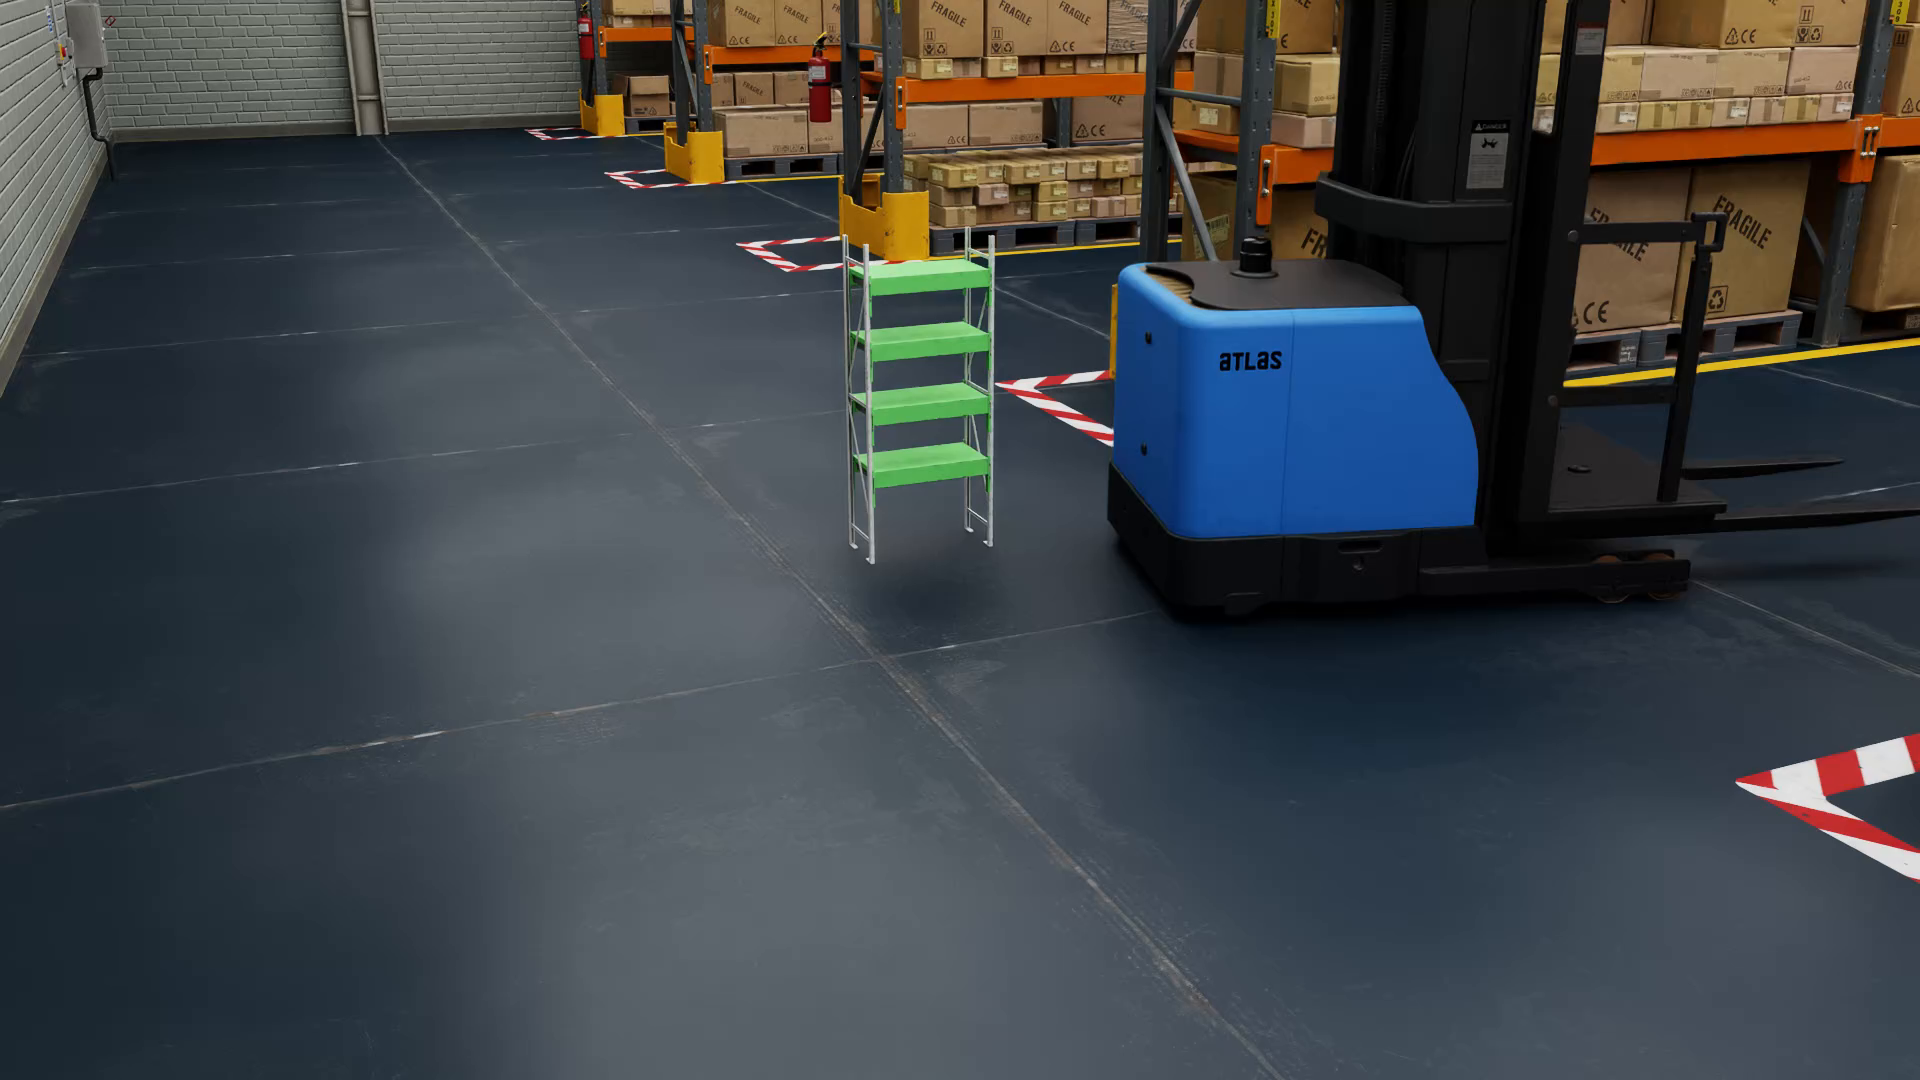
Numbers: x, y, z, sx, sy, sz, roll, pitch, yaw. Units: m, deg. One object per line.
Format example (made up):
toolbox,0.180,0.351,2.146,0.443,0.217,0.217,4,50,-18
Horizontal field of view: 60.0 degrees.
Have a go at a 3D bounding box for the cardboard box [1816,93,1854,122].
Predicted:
cardboard box,4.724,-2.424,9.269,0.250,0.149,0.380,-8,21,-22

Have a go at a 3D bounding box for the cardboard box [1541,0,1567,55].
cardboard box,2.681,-2.697,8.313,0.500,0.500,0.500,-9,21,-23

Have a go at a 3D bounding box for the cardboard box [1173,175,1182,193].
cardboard box,1.607,-2.912,13.489,0.250,0.149,0.380,-9,21,-24

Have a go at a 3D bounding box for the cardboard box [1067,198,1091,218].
cardboard box,0.845,-2.664,13.232,0.250,0.149,0.380,-8,21,-22

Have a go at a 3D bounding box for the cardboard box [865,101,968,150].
cardboard box,-0.492,-4.527,18.087,0.875,0.438,0.875,-9,21,-24

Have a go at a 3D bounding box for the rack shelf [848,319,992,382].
rack shelf,-0.152,-0.710,6.202,0.480,0.148,0.258,-8,21,-22

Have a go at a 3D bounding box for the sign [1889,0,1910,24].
sign,5.095,-2.960,8.988,0.005,0.325,0.100,-8,21,-22

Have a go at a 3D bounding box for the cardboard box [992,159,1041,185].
cardboard box,0.433,-2.849,12.861,0.250,0.149,0.380,-8,21,-22

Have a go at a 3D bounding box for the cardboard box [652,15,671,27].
cardboard box,-3.840,-6.626,21.201,0.250,0.149,0.380,-8,21,-23

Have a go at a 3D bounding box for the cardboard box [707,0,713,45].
cardboard box,-2.386,-5.370,17.106,0.500,0.500,0.500,-8,21,-22

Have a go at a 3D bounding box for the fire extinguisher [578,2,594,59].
fire extinguisher,-4.646,-6.319,20.631,0.183,0.674,0.296,-8,21,-22

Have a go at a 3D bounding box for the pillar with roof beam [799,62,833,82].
pillar with roof beam,-0.312,-8.918,18.301,0.400,9.000,9.100,-8,21,-22

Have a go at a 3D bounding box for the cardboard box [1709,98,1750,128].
cardboard box,4.016,-2.323,8.981,0.250,0.149,0.380,-8,21,-21

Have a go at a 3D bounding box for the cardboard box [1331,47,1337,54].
cardboard box,2.007,-2.437,8.706,0.500,0.250,0.500,-9,21,-23

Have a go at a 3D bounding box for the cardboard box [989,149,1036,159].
cardboard box,0.419,-3.066,13.479,0.250,0.149,0.380,-9,21,-24

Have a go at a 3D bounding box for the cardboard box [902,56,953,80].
cardboard box,-0.243,-3.507,12.343,0.250,0.149,0.380,-8,21,-22

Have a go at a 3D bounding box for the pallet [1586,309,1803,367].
pallet,4.145,-1.291,9.872,1.213,0.211,1.003,-8,21,-22

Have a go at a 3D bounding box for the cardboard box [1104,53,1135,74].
cardboard box,1.169,-3.727,12.970,0.250,0.149,0.380,-7,21,-20

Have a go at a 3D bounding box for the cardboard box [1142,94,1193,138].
cardboard box,2.313,-5.128,19.136,0.875,0.875,0.875,-8,21,-20

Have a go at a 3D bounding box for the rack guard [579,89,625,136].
rack guard,-4.624,-5.523,21.455,0.348,0.500,1.175,-8,21,-22

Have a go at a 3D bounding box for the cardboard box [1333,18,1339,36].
cardboard box,3.288,-4.401,14.250,0.250,0.149,0.380,-9,21,-23

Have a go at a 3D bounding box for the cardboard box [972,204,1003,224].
cardboard box,0.145,-2.567,12.955,0.250,0.149,0.380,-8,21,-22

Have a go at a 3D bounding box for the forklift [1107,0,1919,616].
forklift,2.141,-1.328,5.882,3.031,2.935,1.130,-3,20,-8

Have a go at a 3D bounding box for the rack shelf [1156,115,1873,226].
rack shelf,3.038,-2.080,8.997,4.000,0.370,1.077,-8,21,-22

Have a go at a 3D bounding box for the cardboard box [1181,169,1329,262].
cardboard box,1.757,-1.461,8.722,0.875,0.875,0.875,-8,21,-22

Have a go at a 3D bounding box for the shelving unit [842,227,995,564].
shelving unit,-0.152,-0.544,6.261,0.503,1.200,0.258,-8,21,-22

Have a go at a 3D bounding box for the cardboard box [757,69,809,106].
cardboard box,-2.341,-6.000,22.177,0.500,0.500,0.700,-9,21,-24

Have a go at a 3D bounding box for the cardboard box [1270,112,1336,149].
cardboard box,1.658,-1.984,8.019,0.250,0.149,0.380,-8,21,-21

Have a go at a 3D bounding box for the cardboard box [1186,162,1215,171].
cardboard box,1.853,-3.062,13.466,0.250,0.149,0.380,-9,21,-25

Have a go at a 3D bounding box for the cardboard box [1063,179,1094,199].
cardboard box,0.860,-2.809,13.197,0.250,0.149,0.380,-9,21,-25

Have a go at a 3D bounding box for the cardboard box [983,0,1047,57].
cardboard box,0.332,-3.923,12.549,0.500,0.500,0.500,-8,21,-22

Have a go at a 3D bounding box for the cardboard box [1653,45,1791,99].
cardboard box,4.098,-2.545,9.013,0.500,0.250,0.500,-7,21,-20

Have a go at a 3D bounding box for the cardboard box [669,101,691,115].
cardboard box,-3.689,-5.641,21.686,0.250,0.149,0.380,-9,21,-24

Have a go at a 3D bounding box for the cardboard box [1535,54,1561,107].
cardboard box,2.686,-2.342,8.436,0.500,0.250,0.500,-9,21,-24

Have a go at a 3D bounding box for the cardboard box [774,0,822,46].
cardboard box,-1.716,-5.277,16.841,0.500,0.500,0.500,-8,21,-23

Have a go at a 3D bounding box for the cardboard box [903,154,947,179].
cardboard box,-0.285,-2.963,13.186,0.250,0.149,0.380,-8,21,-21

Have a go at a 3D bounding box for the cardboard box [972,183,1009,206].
cardboard box,0.186,-2.686,12.845,0.250,0.149,0.380,-8,21,-22

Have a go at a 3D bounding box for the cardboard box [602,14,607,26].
cardboard box,-4.496,-6.699,21.409,0.250,0.149,0.380,-8,21,-23

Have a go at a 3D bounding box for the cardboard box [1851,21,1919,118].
cardboard box,5.396,-2.714,9.564,0.500,0.500,0.500,-8,21,-22

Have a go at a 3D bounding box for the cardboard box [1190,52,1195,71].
cardboard box,1.886,-3.826,13.250,0.250,0.149,0.380,-9,21,-24

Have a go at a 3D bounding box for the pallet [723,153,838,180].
pallet,-2.021,-3.992,17.543,1.213,0.211,1.003,-8,21,-22

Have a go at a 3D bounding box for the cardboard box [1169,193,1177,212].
cardboard box,1.561,-2.757,13.495,0.250,0.149,0.380,-8,21,-21

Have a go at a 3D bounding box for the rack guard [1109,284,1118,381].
rack guard,1.179,-0.974,8.537,0.348,0.500,1.175,-8,21,-22

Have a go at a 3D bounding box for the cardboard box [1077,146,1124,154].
cardboard box,1.159,-3.163,13.753,0.250,0.149,0.380,-8,21,-22

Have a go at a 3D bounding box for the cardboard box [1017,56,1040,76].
cardboard box,0.426,-3.648,12.744,0.250,0.149,0.380,-7,21,-19

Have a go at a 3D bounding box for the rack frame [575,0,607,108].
rack frame,-4.694,-6.692,21.011,0.127,3.000,1.000,-8,21,-22

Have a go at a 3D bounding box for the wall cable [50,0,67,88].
wall cable,-7.892,-4.924,14.413,0.123,1.953,0.585,-8,21,-22

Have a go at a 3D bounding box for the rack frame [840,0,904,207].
rack frame,-0.671,-3.682,12.464,0.127,3.000,1.000,-8,21,-22

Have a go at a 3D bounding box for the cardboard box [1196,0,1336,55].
cardboard box,1.545,-2.724,8.391,0.500,0.500,0.500,-8,21,-21

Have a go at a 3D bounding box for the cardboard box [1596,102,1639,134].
cardboard box,3.310,-2.222,8.695,0.250,0.149,0.380,-8,21,-21

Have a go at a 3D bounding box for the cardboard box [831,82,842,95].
cardboard box,-1.721,-6.133,22.840,0.500,0.311,0.500,-7,21,-20

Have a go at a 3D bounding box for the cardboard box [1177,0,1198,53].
cardboard box,1.736,-4.113,13.090,0.500,0.500,0.500,-8,21,-22

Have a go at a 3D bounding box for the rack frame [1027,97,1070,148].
rack frame,0.949,-5.705,18.208,0.127,3.000,1.000,-8,21,-22

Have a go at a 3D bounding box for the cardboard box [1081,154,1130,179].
cardboard box,1.146,-2.961,13.179,0.250,0.149,0.380,-8,21,-21

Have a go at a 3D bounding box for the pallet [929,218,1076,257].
pallet,0.159,-2.473,13.229,1.213,0.211,1.003,-8,21,-22

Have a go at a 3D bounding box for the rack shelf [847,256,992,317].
rack shelf,-0.152,-0.937,6.123,0.480,0.148,0.258,-8,21,-22
